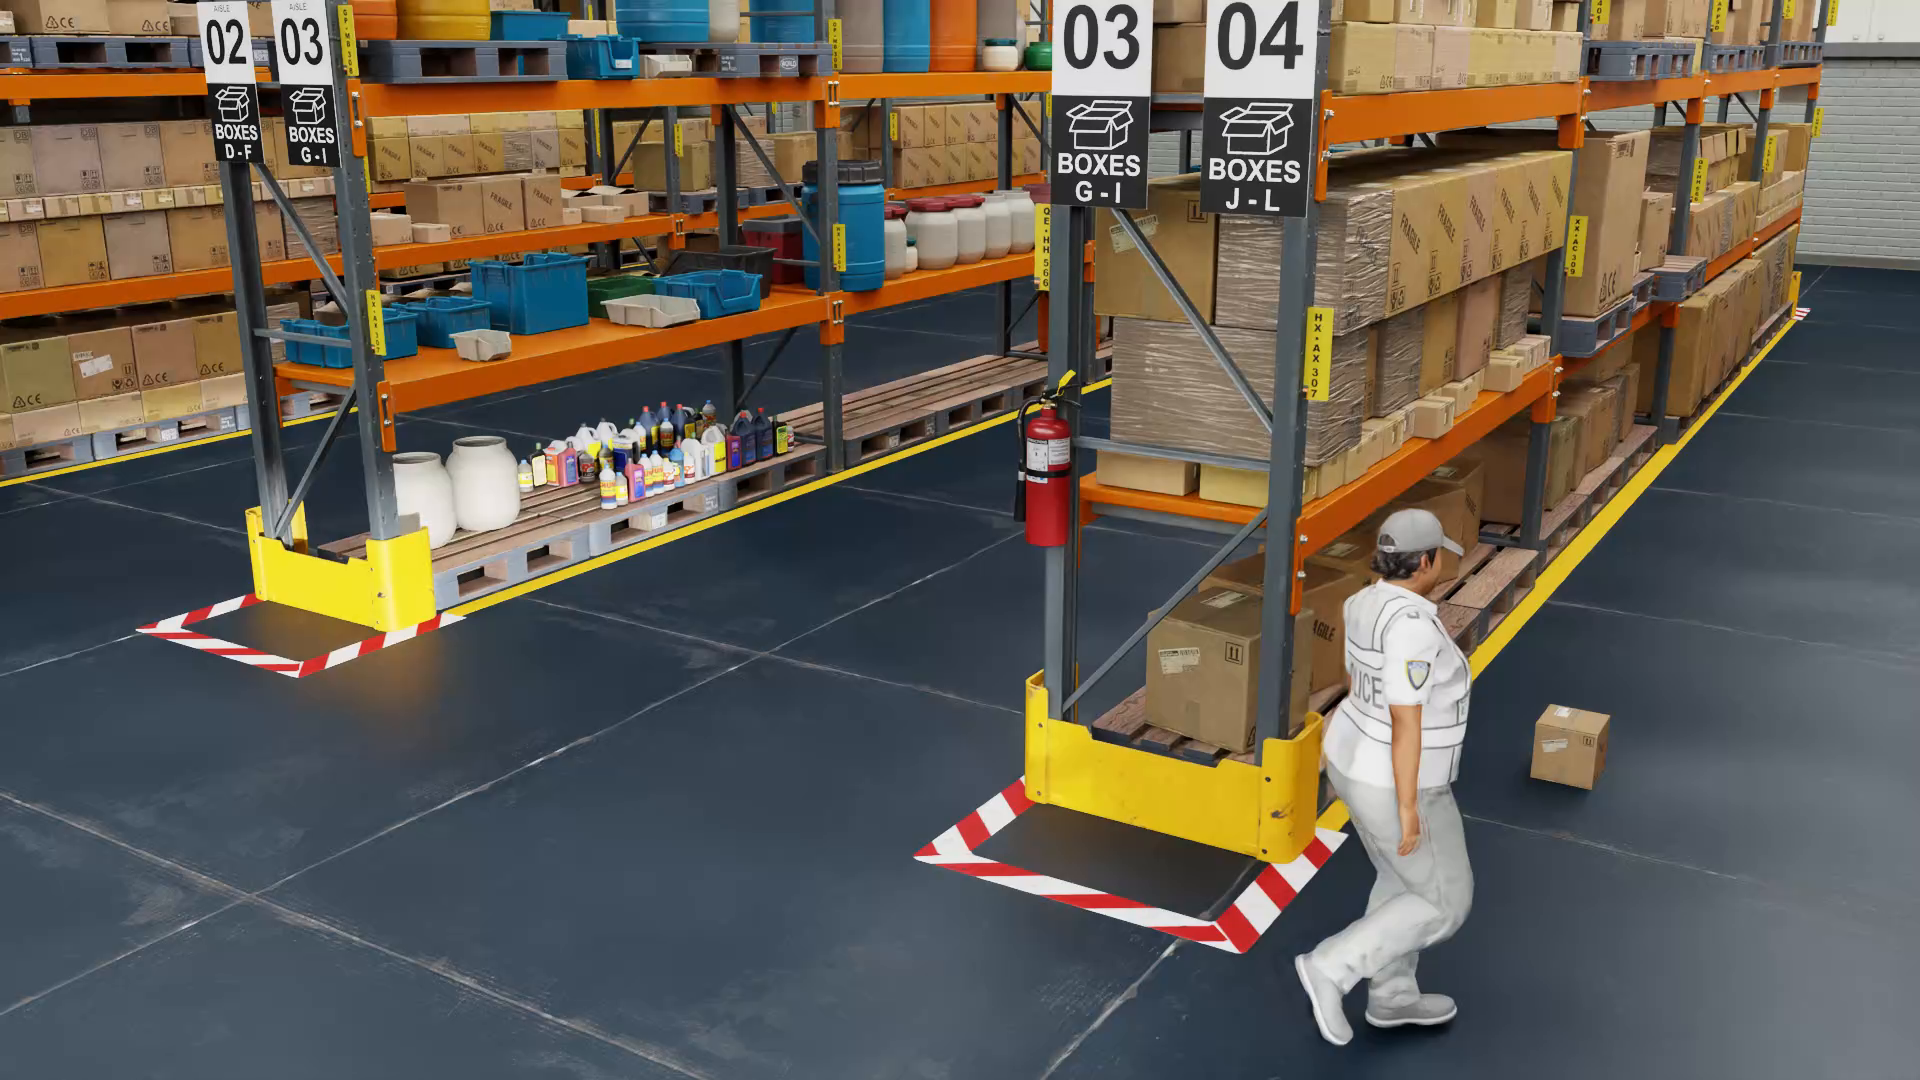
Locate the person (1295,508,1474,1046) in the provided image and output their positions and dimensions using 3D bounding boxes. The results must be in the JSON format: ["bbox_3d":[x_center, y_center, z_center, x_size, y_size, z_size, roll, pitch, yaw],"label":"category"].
[{"bbox_3d":[1.285,0.721,5.016,0.575,1.641,0.539,-2,16,-5],"label":"person"}]
